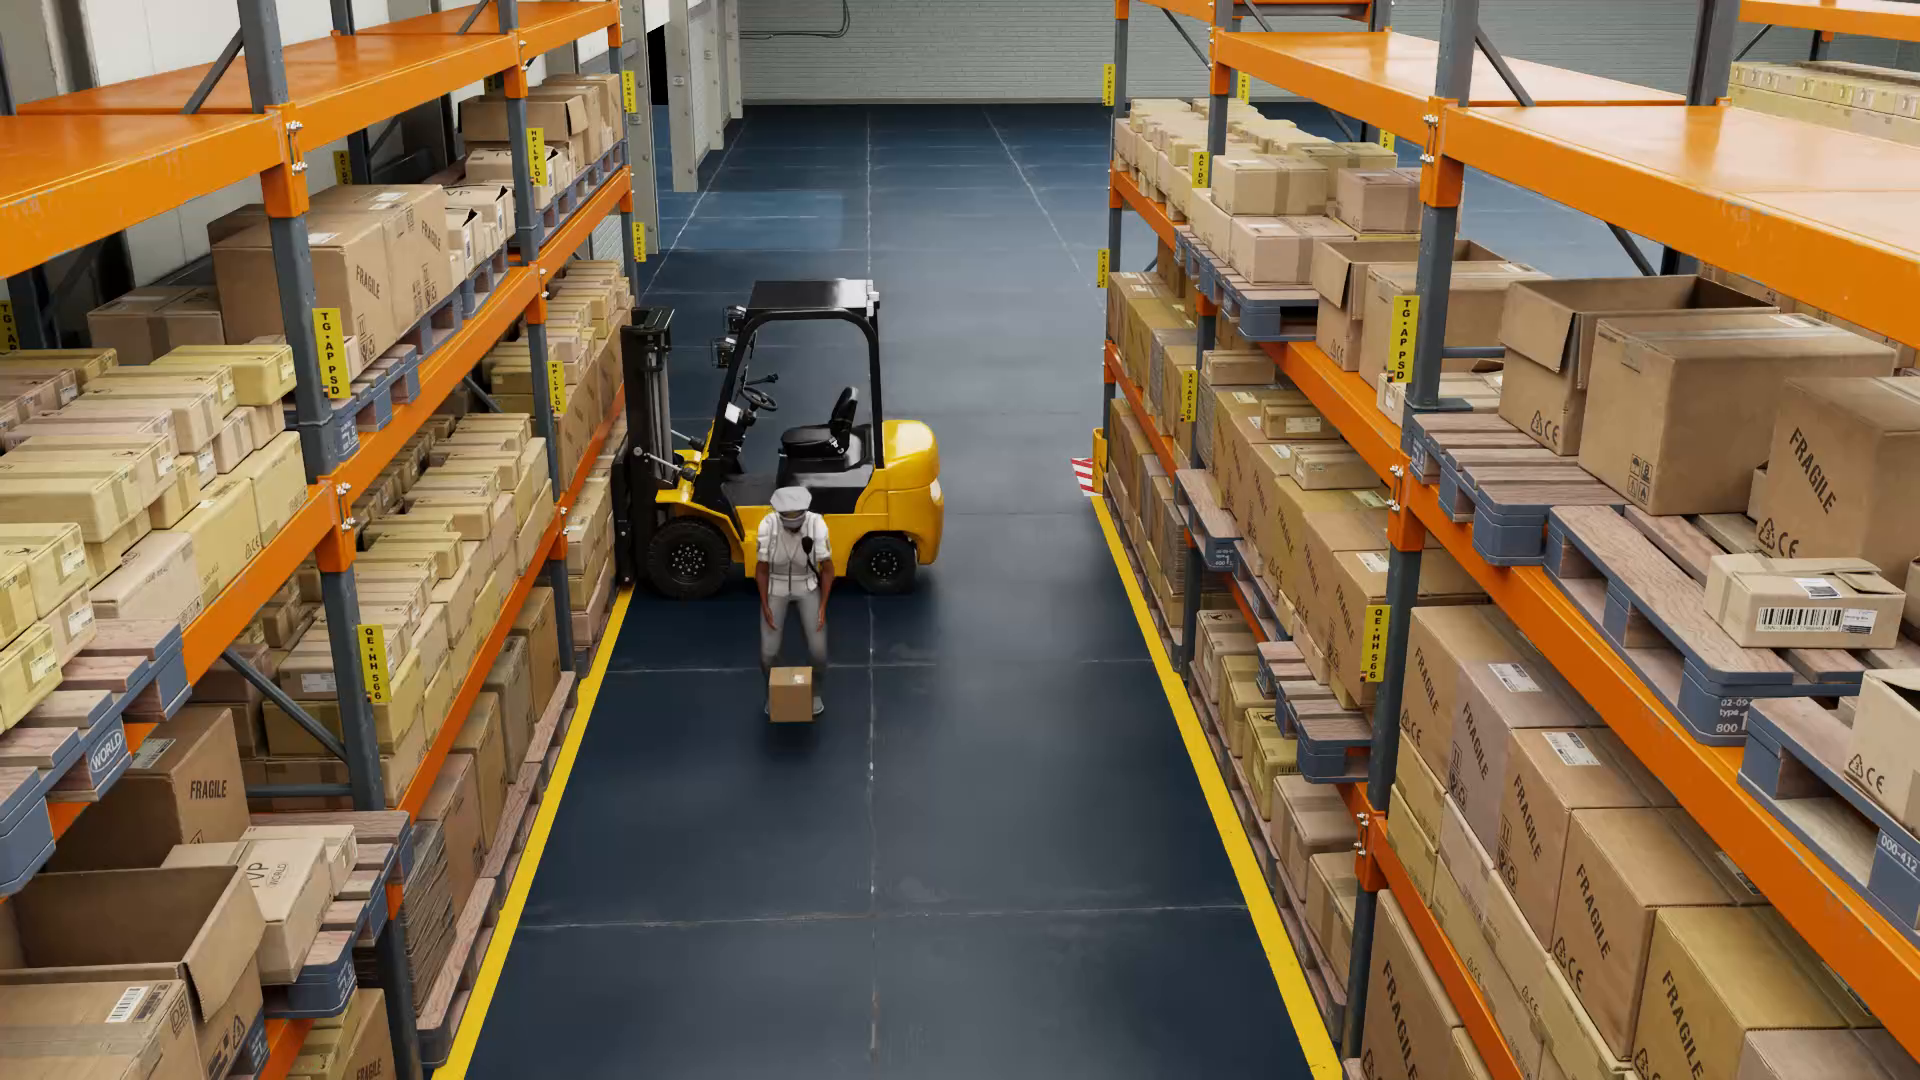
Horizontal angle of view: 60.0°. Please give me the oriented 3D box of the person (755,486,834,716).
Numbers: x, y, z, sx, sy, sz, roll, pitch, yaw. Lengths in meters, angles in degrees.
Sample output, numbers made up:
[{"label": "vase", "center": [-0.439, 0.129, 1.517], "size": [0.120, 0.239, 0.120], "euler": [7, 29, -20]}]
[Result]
[{"label": "person", "center": [-1.015, 0.368, 10.307], "size": [0.484, 1.528, 0.585], "euler": [-1, 21, -2]}]
